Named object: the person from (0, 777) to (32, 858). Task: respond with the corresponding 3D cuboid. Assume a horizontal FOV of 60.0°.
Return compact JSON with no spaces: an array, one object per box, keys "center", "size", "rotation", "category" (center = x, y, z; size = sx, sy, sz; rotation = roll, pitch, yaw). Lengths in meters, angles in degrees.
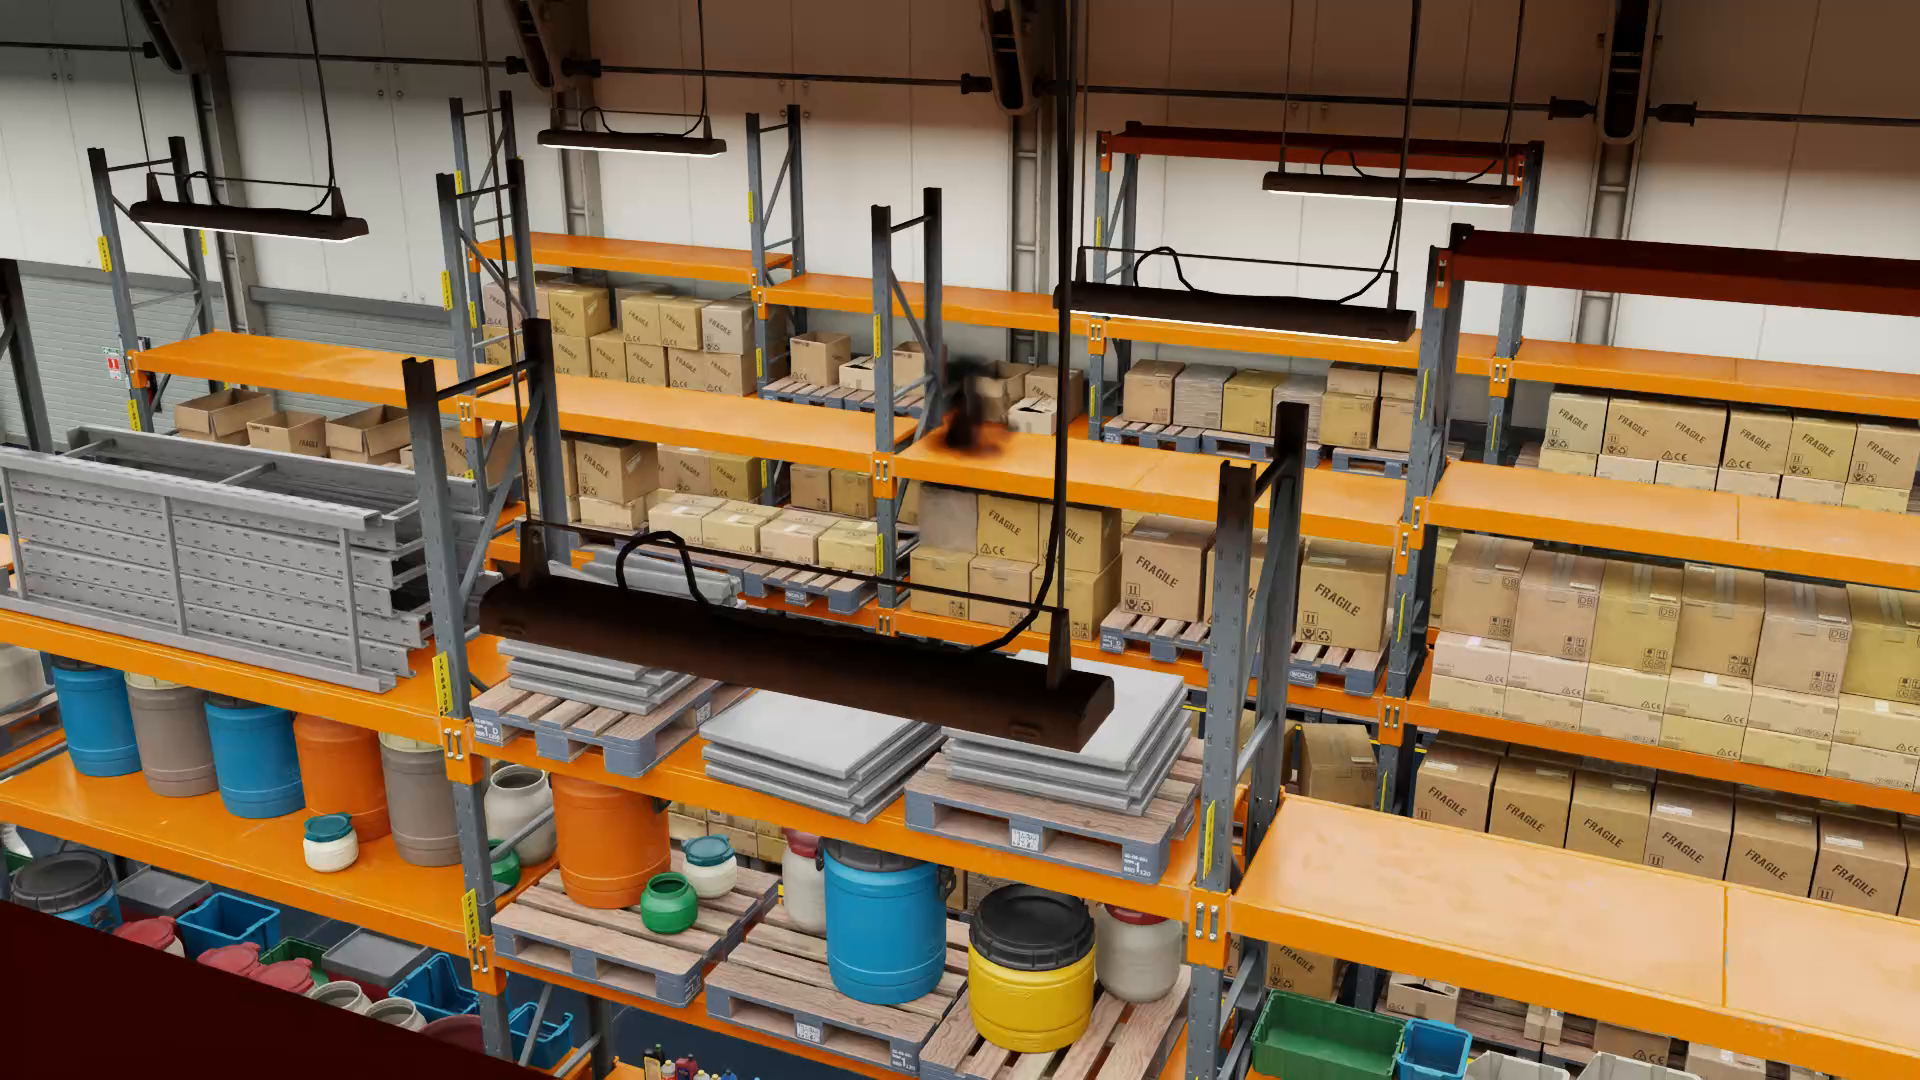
[{"center":[-8.382,2.215,14.299],"size":[0.802,1.777,0.675],"rotation":[10,23,25],"category":"person"}]
